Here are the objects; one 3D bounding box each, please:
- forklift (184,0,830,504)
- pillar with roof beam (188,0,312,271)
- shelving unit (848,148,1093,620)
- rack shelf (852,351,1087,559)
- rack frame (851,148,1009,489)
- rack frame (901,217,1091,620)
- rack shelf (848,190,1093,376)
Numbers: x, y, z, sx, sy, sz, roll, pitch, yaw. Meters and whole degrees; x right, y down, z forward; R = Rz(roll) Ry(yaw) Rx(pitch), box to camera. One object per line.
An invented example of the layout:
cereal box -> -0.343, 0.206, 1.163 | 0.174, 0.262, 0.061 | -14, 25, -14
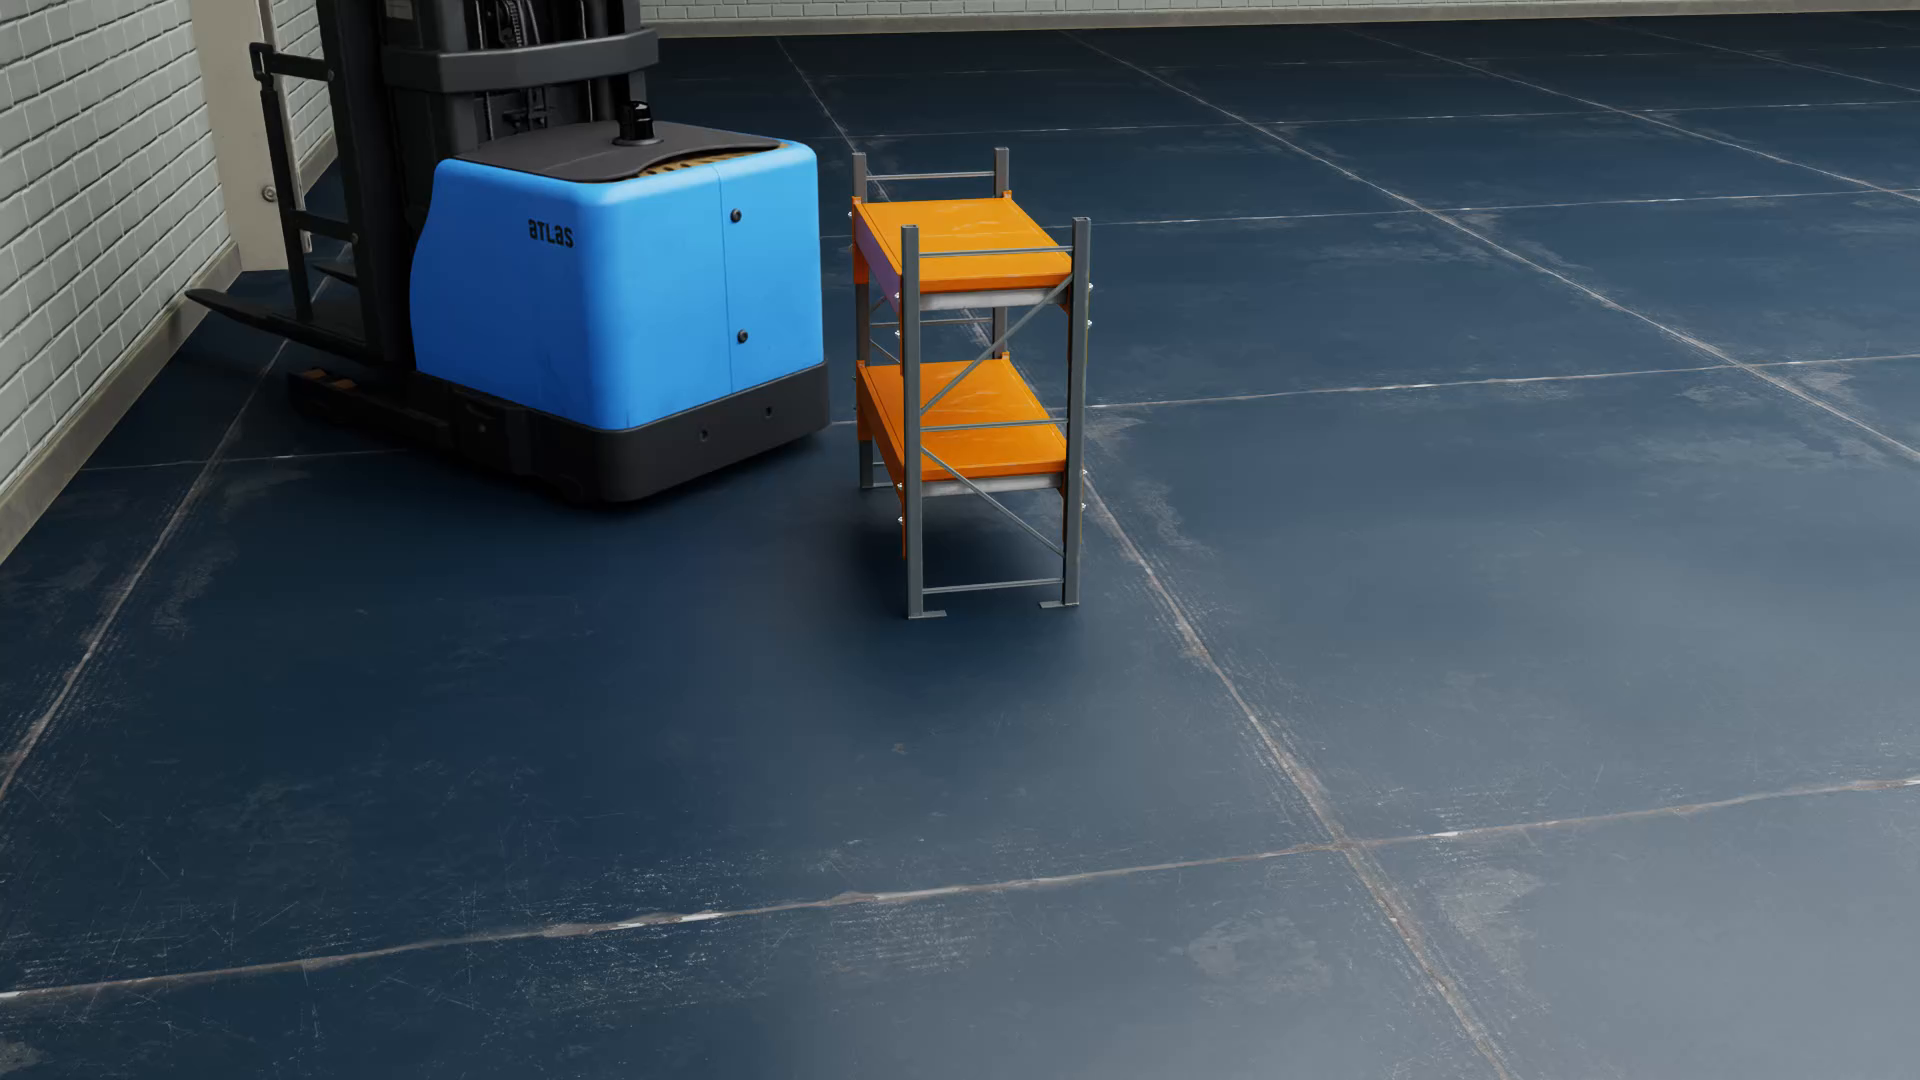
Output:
forklift -> -1.937, -1.925, 5.996 | 3.031, 2.935, 1.130 | 18, 29, 35
pillar with roof beam -> 0.712, -5.877, 7.464 | 9.100, 9.000, 0.400 | -4, 24, -10
shelving unit -> 0.001, -0.513, 5.019 | 0.538, 1.125, 1.048 | -4, 24, -10
rack shelf -> 0.001, -0.289, 5.117 | 0.538, 0.278, 1.000 | -4, 24, -10
rack frame -> -0.093, -0.713, 5.477 | 0.500, 1.125, 0.032 | -4, 24, -10
rack frame -> 0.095, -0.313, 4.561 | 0.500, 1.125, 0.032 | -4, 24, -10
rack shelf -> 0.001, -0.781, 4.902 | 0.538, 0.278, 1.000 | -4, 24, -10
